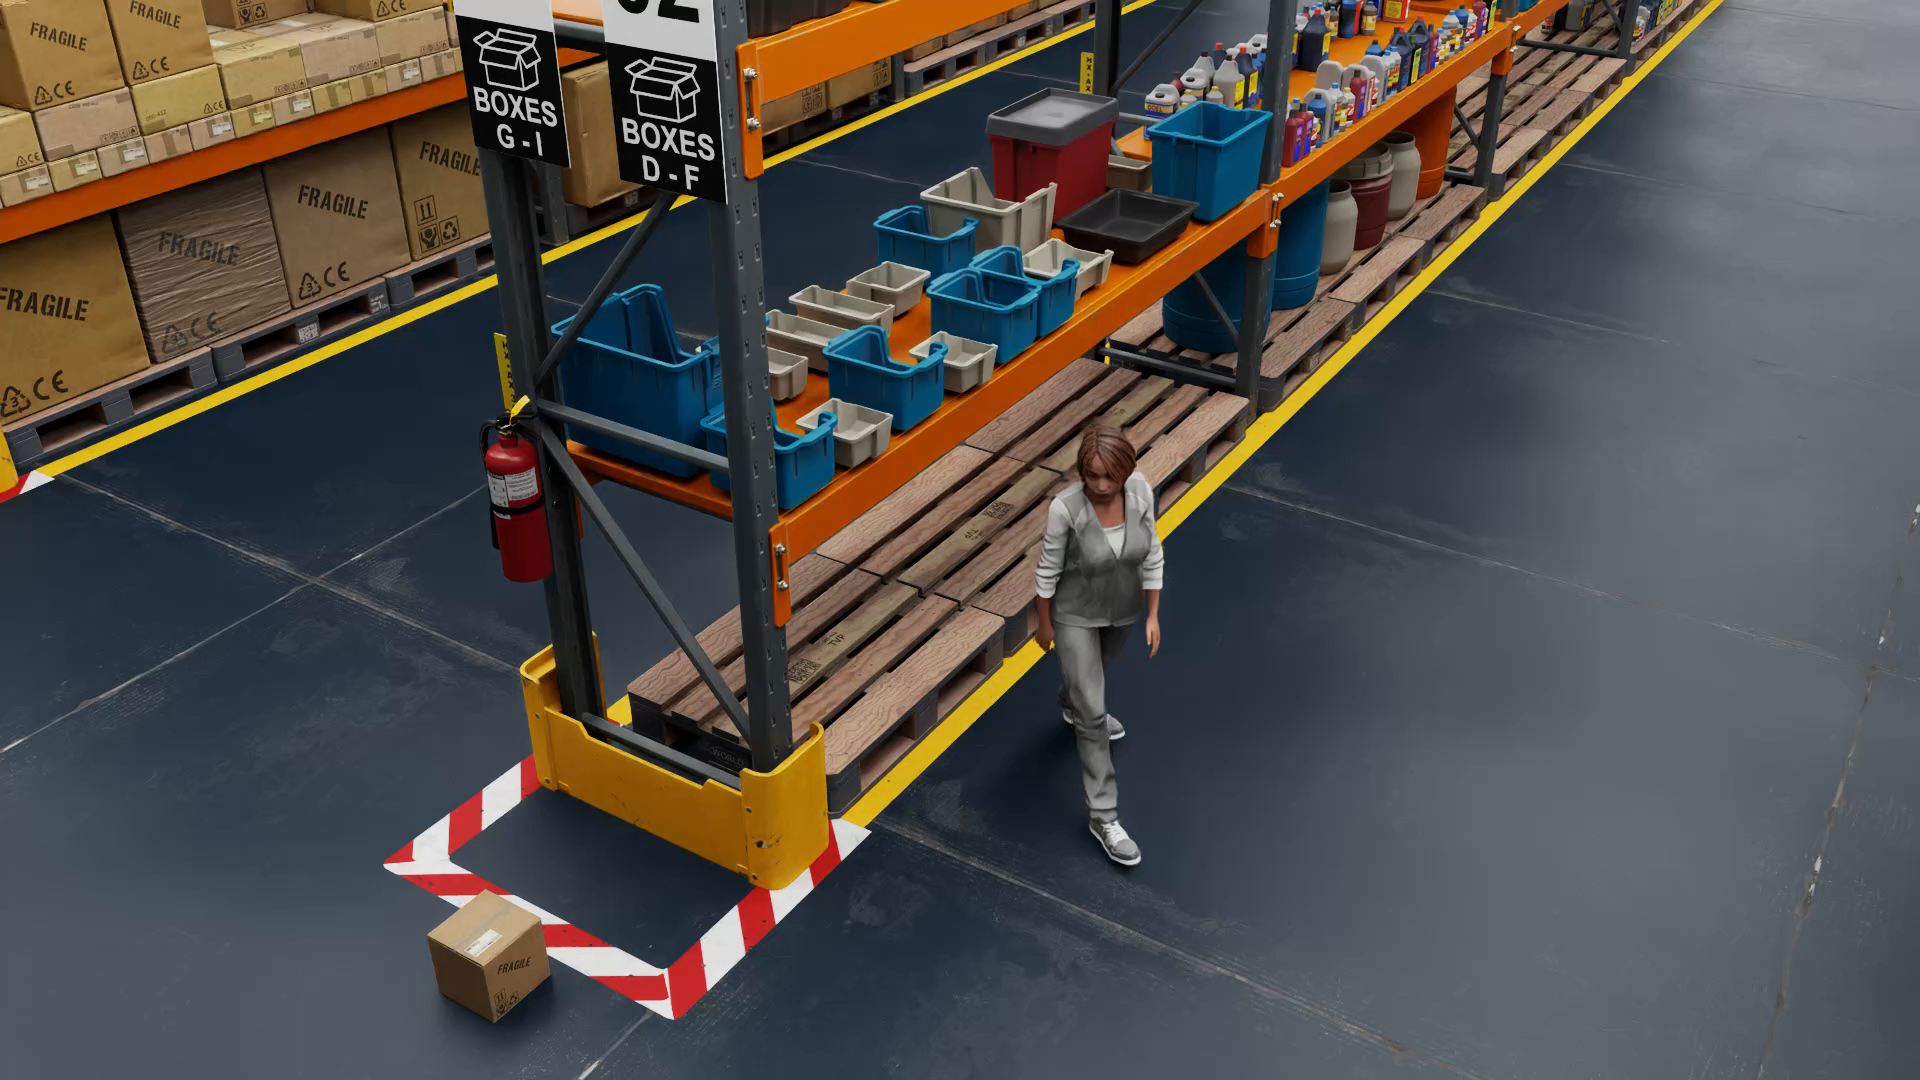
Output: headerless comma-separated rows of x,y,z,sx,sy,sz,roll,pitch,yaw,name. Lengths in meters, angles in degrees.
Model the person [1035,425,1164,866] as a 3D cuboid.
0.504,0.264,5.780,0.487,1.535,0.889,-13,33,-21,person
